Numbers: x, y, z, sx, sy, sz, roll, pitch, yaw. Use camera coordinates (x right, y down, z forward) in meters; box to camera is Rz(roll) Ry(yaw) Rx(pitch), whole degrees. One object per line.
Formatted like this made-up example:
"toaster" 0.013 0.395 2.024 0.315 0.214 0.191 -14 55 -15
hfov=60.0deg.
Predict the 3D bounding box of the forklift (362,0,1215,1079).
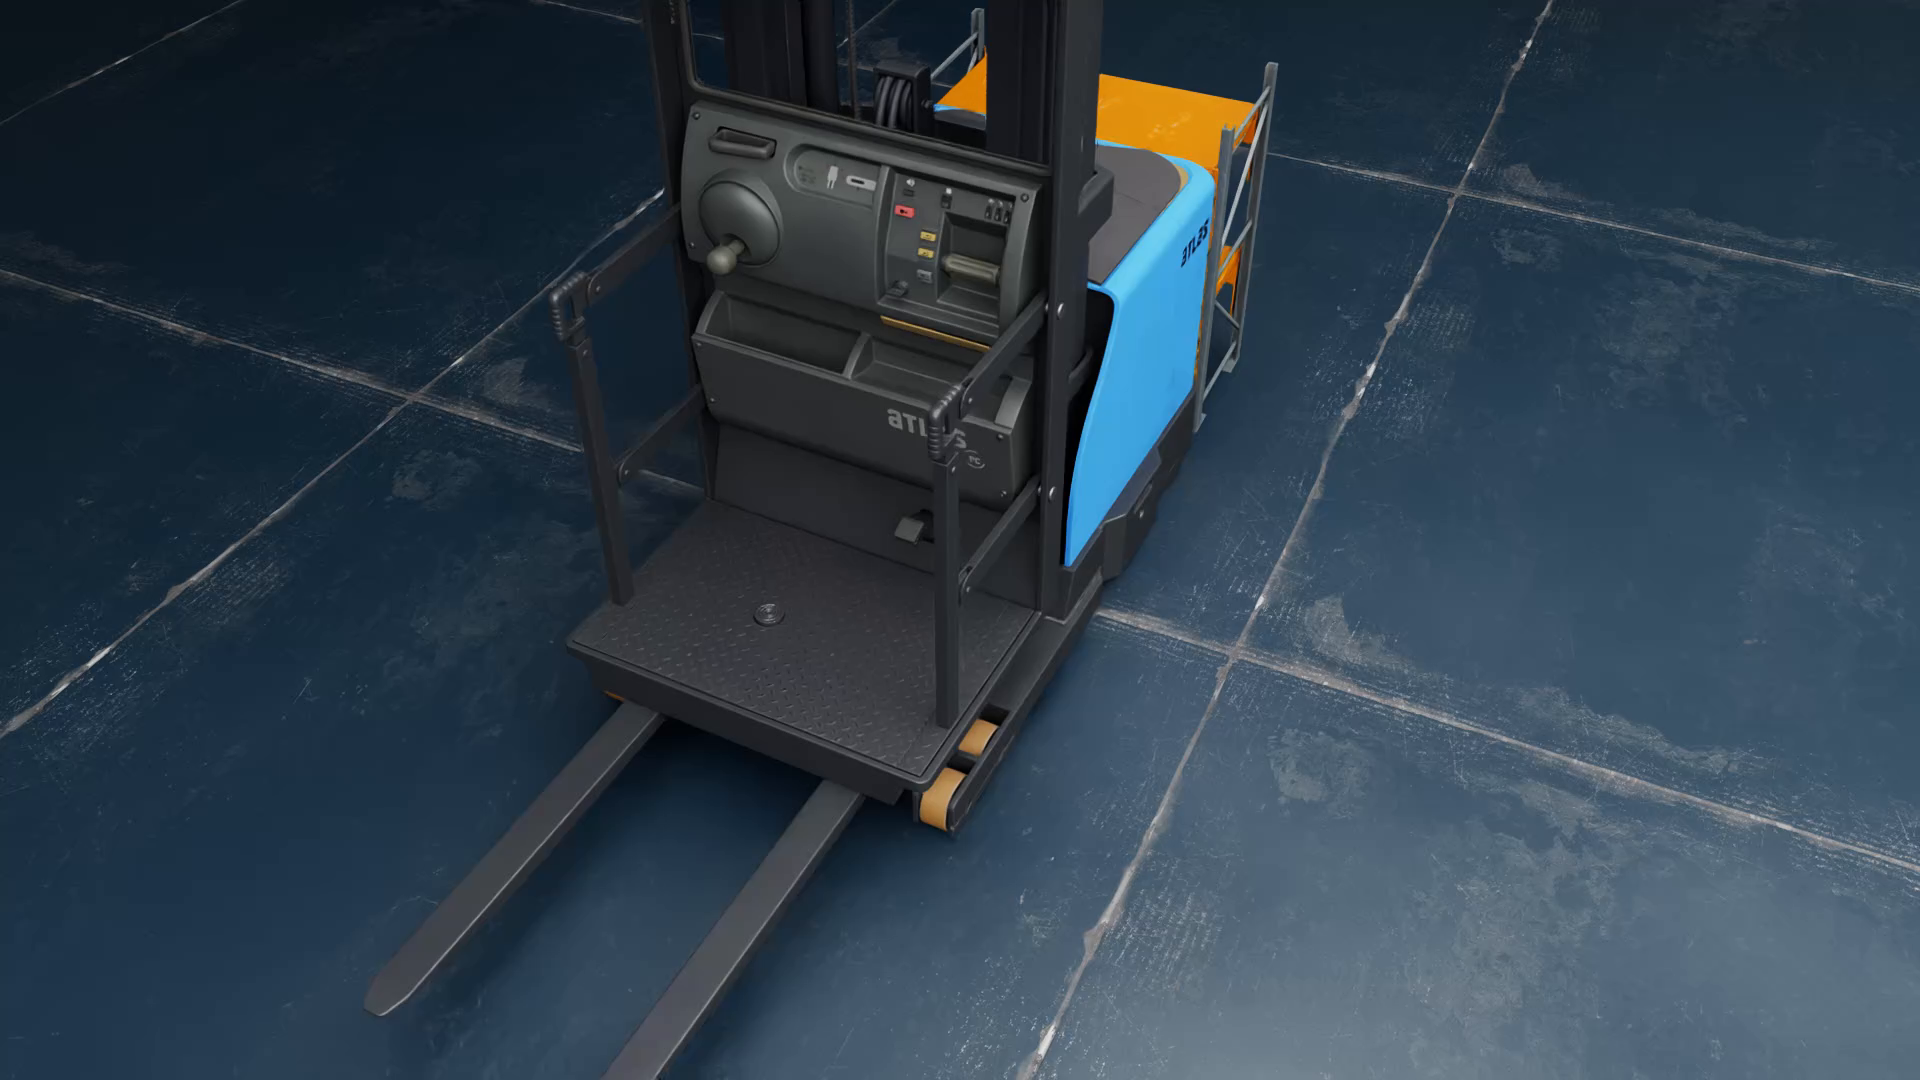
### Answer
"forklift" -0.352 -0.682 3.800 1.130 2.935 3.031 18 44 20

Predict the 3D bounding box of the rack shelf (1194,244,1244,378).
"rack shelf" 0.431 -0.894 5.796 1.000 0.278 0.538 17 44 18

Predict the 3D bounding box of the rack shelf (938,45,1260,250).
"rack shelf" 0.431 -1.300 5.444 1.000 0.278 0.538 17 44 18

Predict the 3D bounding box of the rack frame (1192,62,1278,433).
"rack frame" 0.894 -0.942 5.478 0.032 1.125 0.500 17 44 18

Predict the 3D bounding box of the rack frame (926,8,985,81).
"rack frame" -0.032 -1.216 5.795 0.032 1.125 0.500 17 44 18

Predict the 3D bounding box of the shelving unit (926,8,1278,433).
"shelving unit" 0.431 -1.079 5.636 1.048 1.125 0.538 17 44 18
